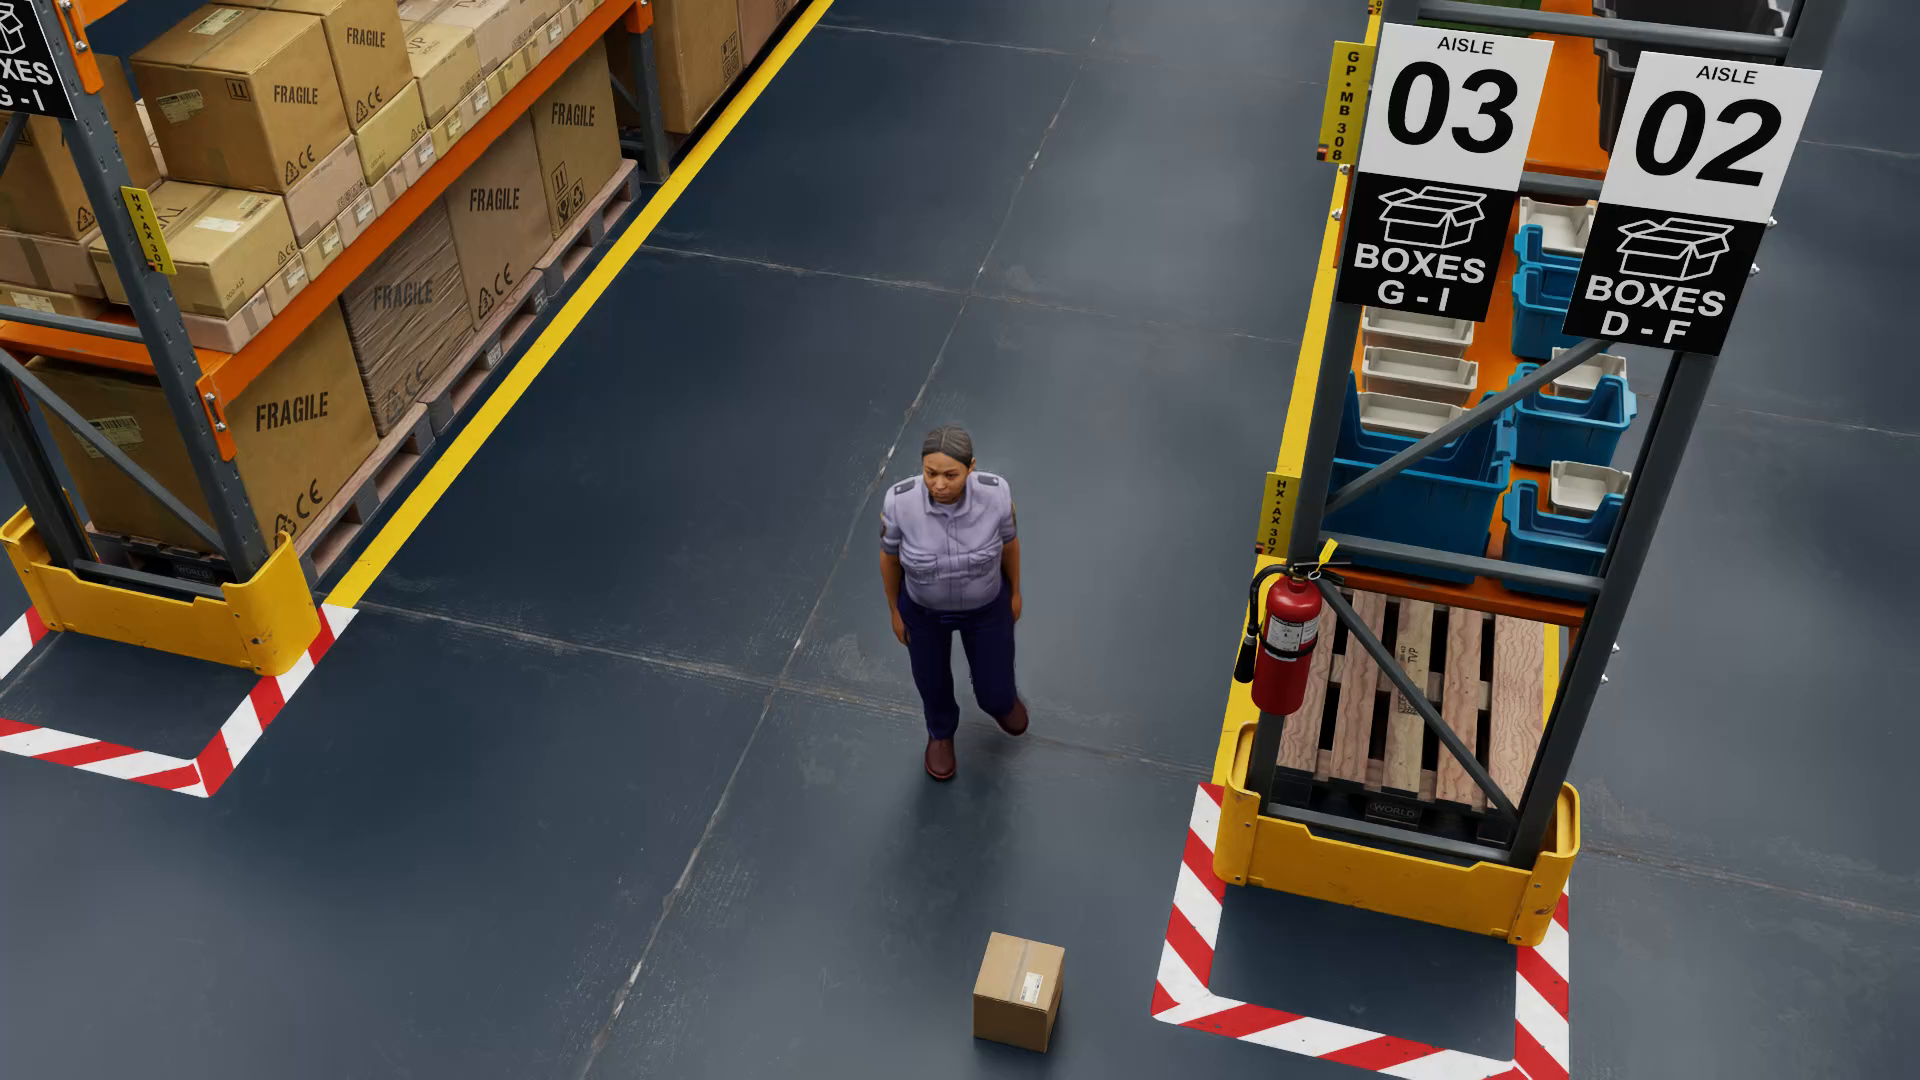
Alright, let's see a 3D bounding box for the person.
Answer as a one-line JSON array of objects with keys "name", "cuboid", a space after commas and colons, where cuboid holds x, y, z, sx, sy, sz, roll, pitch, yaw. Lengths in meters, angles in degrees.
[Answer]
[{"name": "person", "cuboid": [-0.005, 0.215, 5.914, 0.545, 1.642, 0.475, 0, 41, 0]}]
